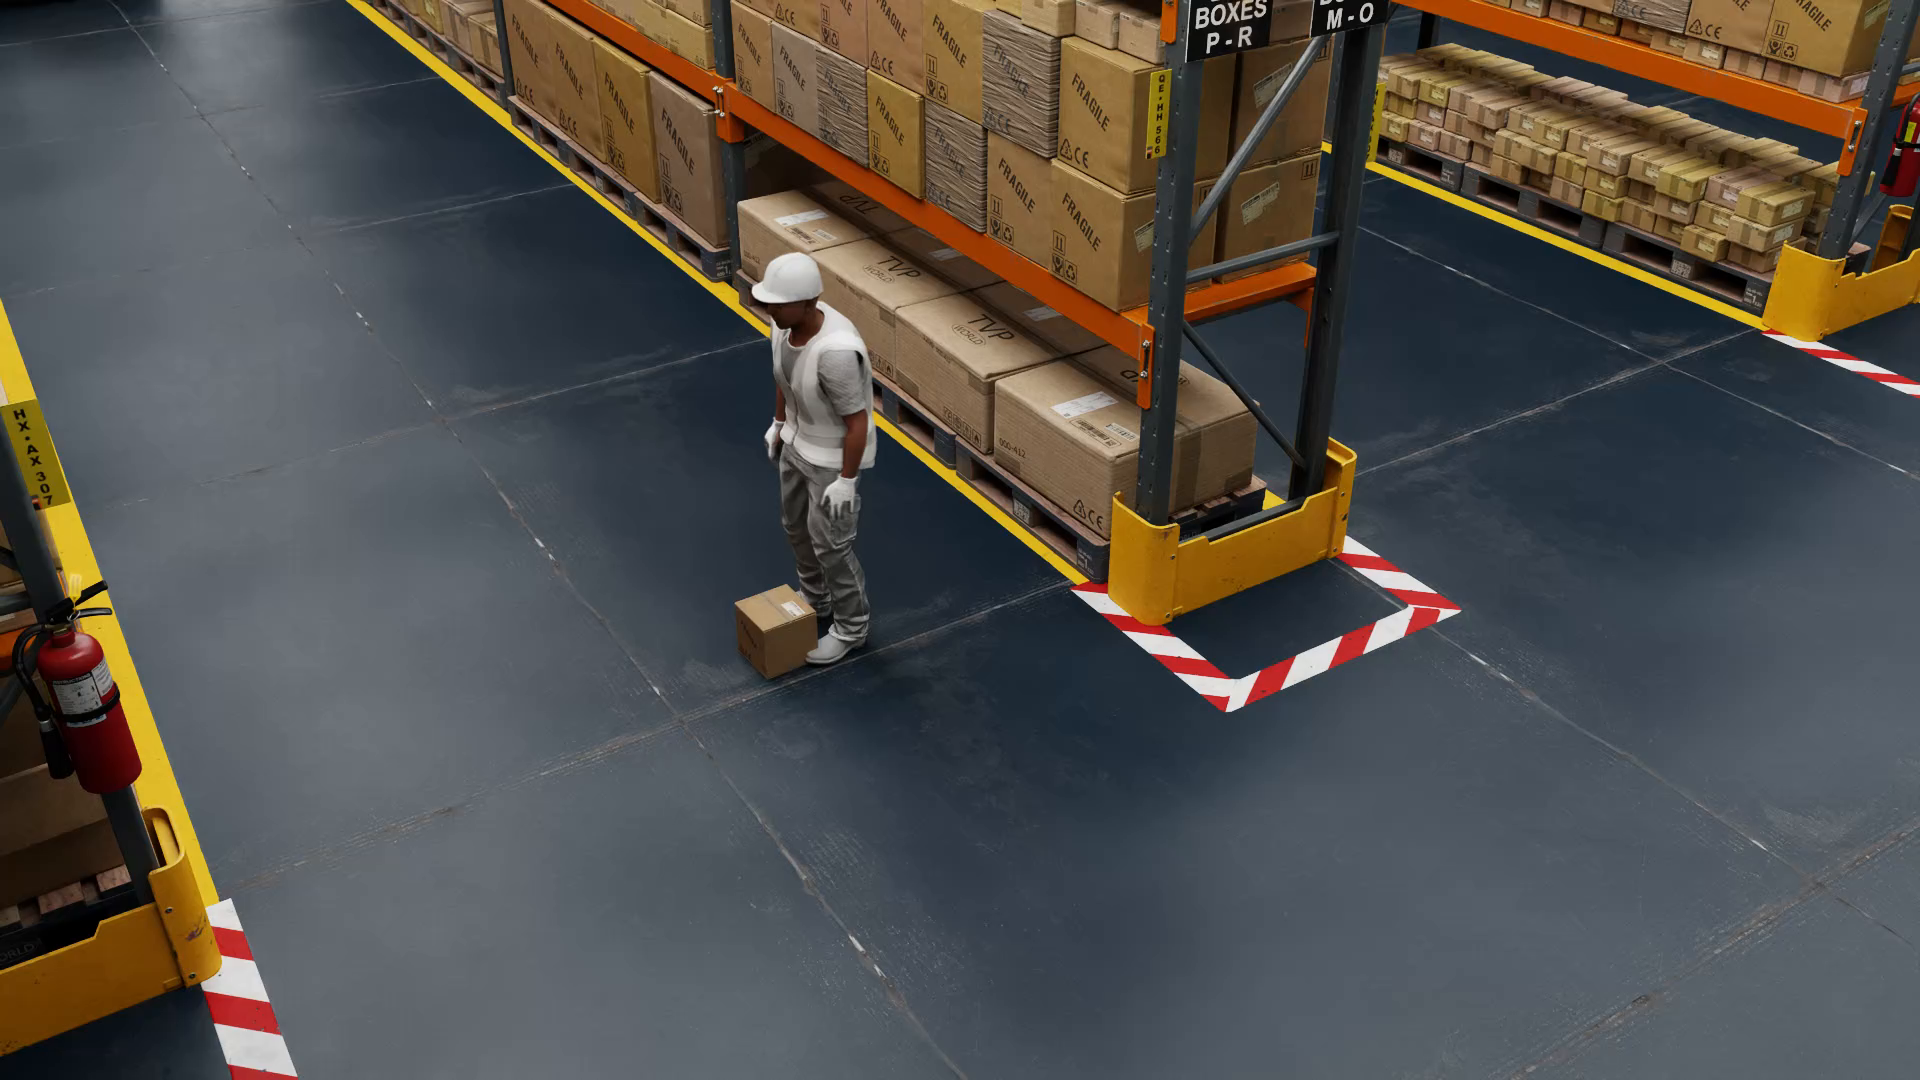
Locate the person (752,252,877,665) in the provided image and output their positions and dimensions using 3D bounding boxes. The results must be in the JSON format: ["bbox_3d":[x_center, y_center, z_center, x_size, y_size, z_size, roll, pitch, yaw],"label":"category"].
[{"bbox_3d":[-0.581,-0.333,6.654,0.449,1.774,0.617,-19,37,-27],"label":"person"}]
